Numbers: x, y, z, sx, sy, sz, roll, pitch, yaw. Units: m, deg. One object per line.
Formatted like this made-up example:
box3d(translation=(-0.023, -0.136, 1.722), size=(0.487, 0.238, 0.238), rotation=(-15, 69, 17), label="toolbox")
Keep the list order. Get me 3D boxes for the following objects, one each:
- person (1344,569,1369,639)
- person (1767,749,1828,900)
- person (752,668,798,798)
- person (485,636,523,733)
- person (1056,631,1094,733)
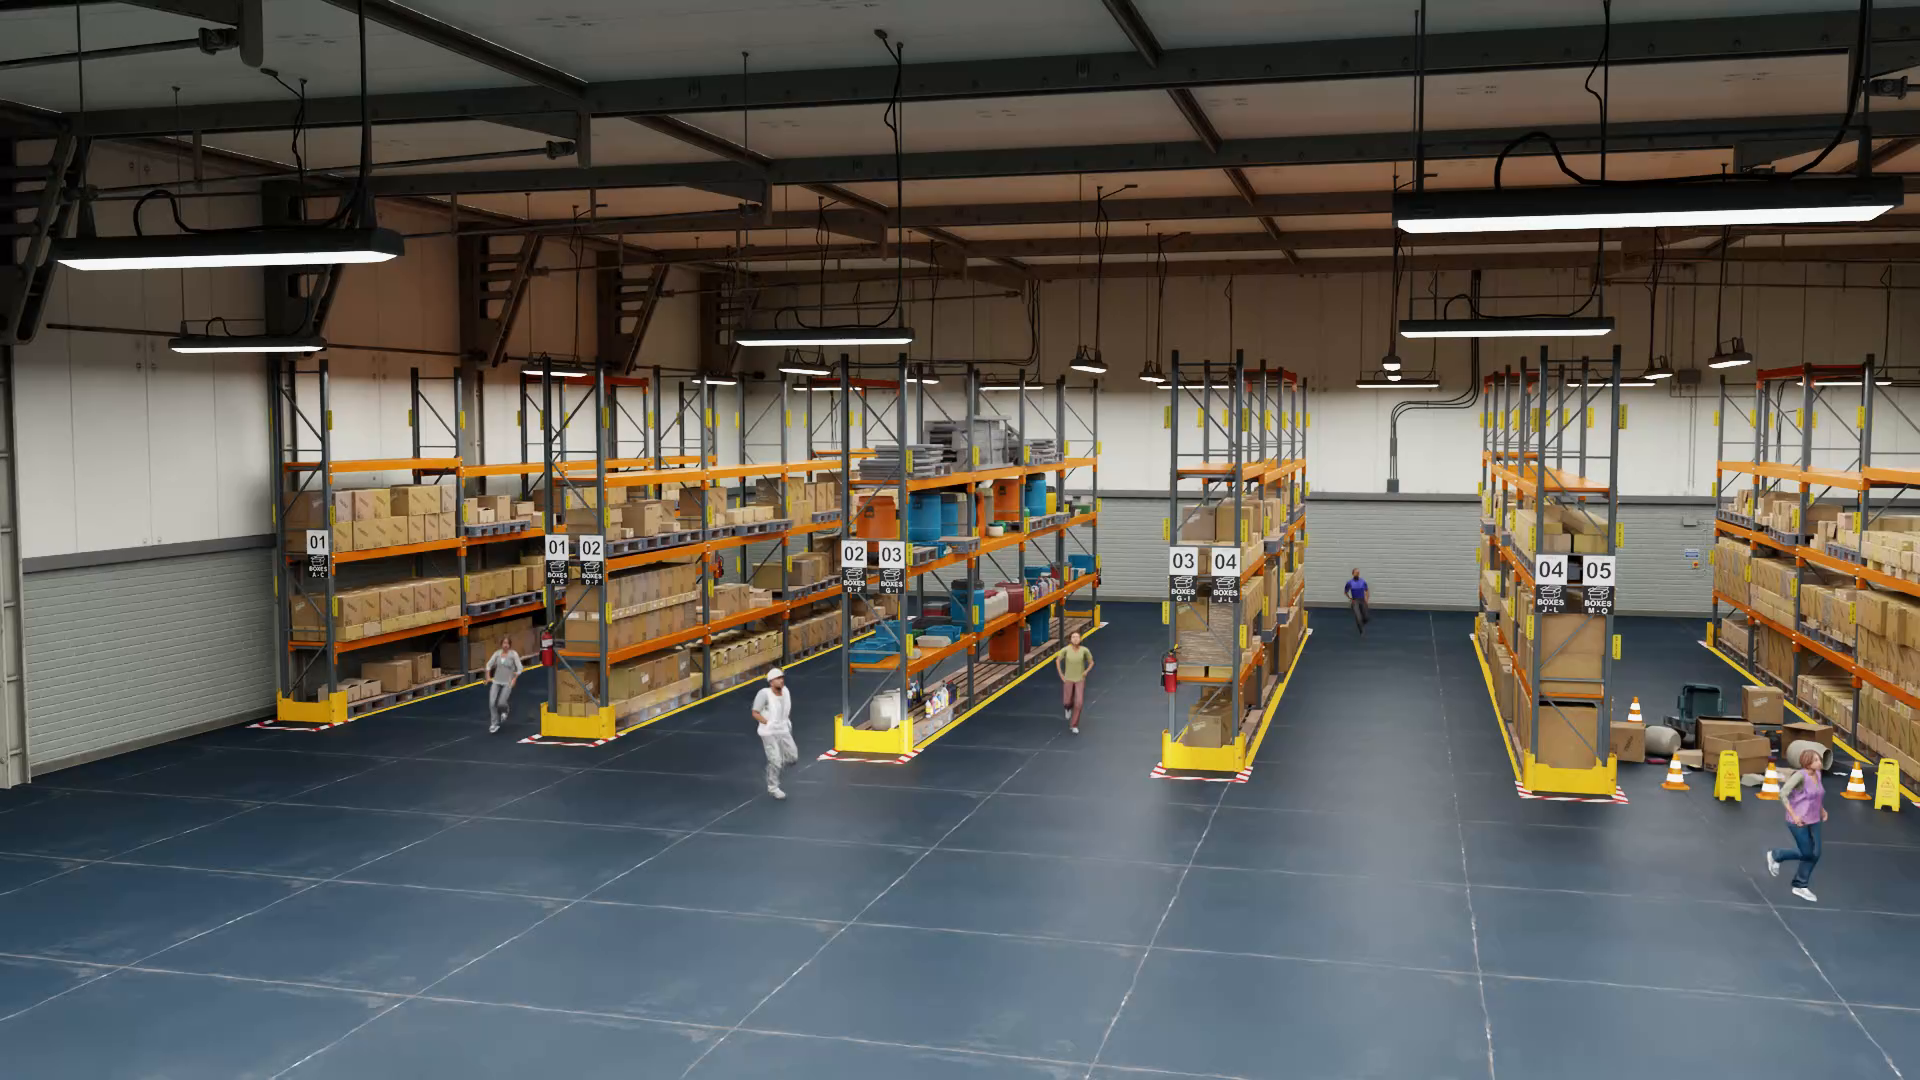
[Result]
box3d(translation=(9.159, 1.461, 38.379), size=(0.578, 1.587, 0.607), rotation=(0, 4, 4), label="person")
box3d(translation=(8.865, 2.982, 17.592), size=(0.560, 1.547, 0.572), rotation=(-2, 5, -29), label="person")
box3d(translation=(-2.434, 2.555, 22.013), size=(0.581, 1.734, 0.693), rotation=(4, 6, 44), label="person")
box3d(translation=(-7.362, 2.319, 26.842), size=(0.581, 1.550, 0.506), rotation=(0, 4, 2), label="person")
box3d(translation=(1.856, 2.271, 26.843), size=(0.616, 1.627, 0.563), rotation=(0, 4, 5), label="person")
